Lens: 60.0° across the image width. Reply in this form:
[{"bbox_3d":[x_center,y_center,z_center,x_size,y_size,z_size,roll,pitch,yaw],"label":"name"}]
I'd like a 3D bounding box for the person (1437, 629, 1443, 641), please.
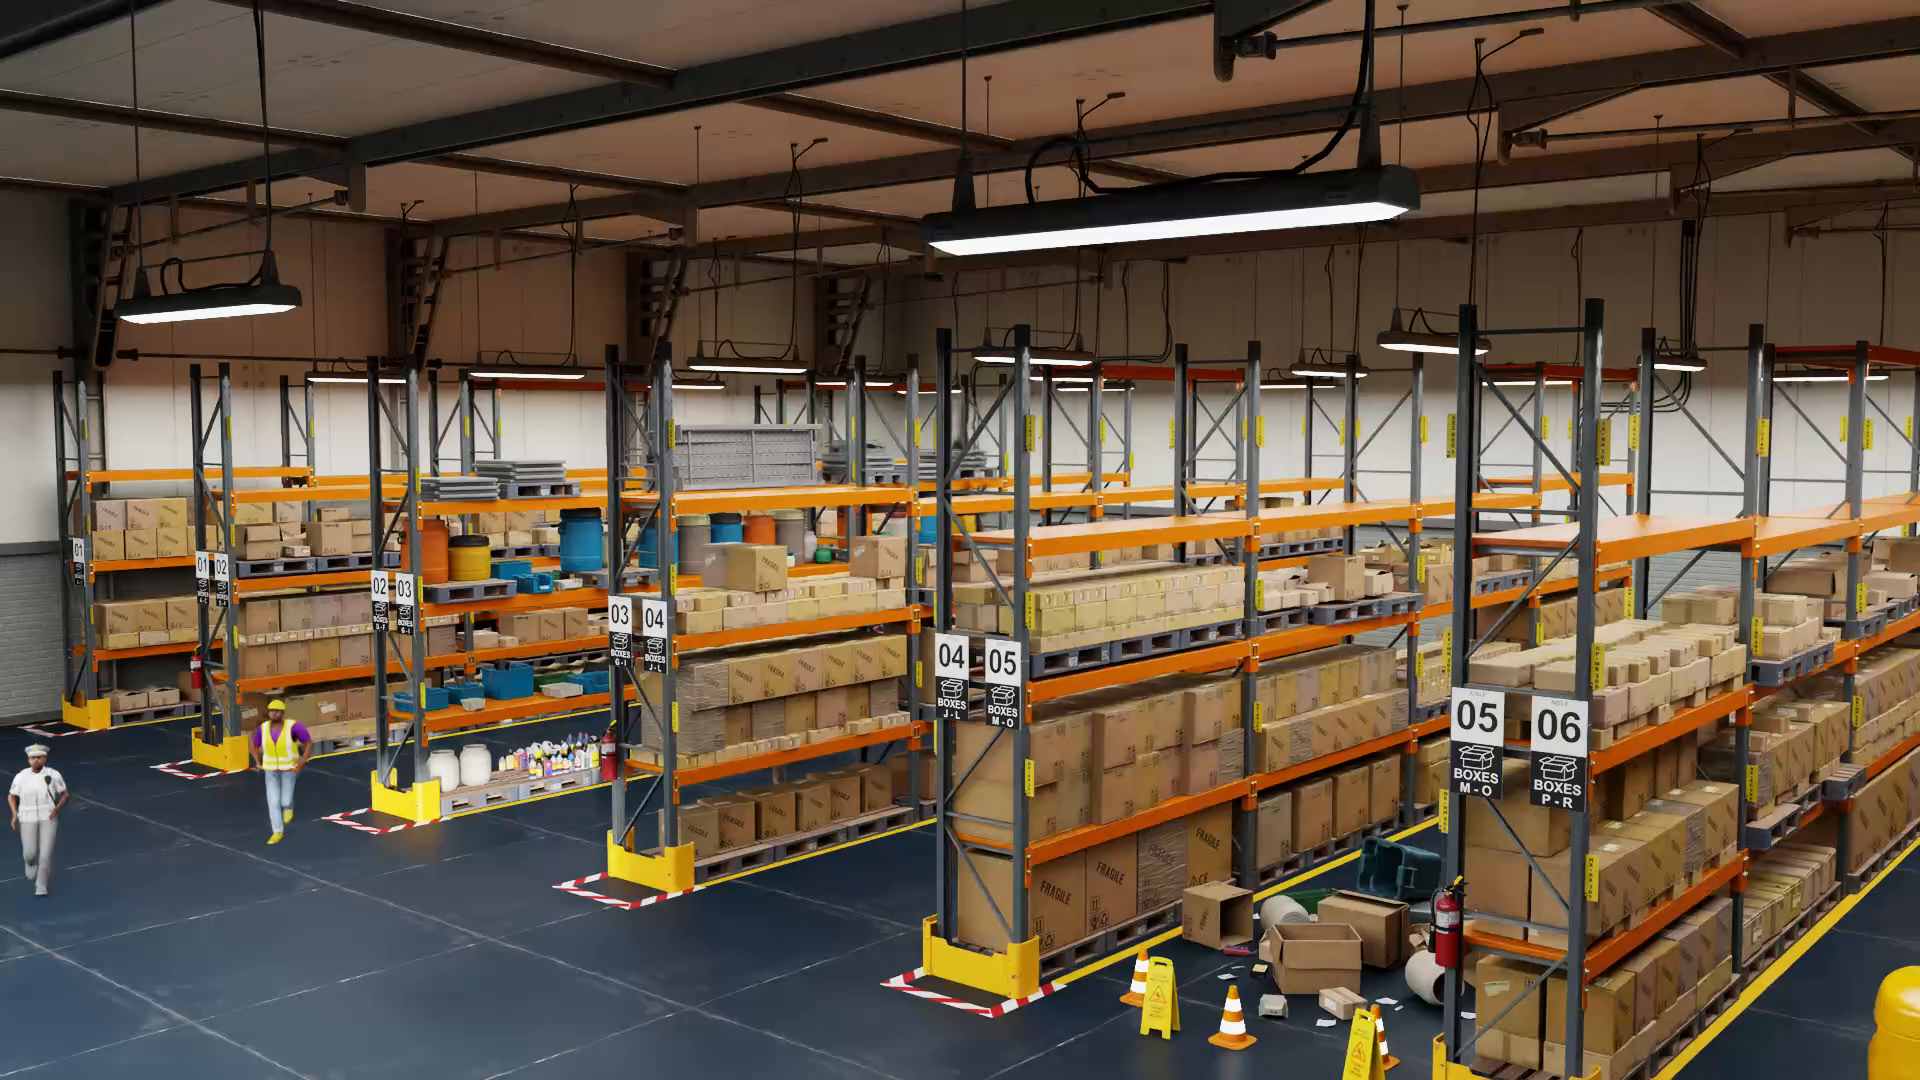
[{"bbox_3d":[7.999,2.433,27.251,0.753,1.572,0.727,-4,5,-41],"label":"person"}]

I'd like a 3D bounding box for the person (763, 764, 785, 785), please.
[{"bbox_3d":[-2.518,2.716,22.881,0.677,1.598,0.604,2,5,25],"label":"person"}]

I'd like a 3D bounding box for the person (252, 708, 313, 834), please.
[{"bbox_3d":[-8.367,2.803,20.555,0.715,1.636,0.609,-1,4,-8],"label":"person"}]

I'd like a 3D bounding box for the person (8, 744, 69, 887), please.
[{"bbox_3d":[-10.029,3.011,18.107,0.589,1.588,0.492,-2,5,-27],"label":"person"}]
